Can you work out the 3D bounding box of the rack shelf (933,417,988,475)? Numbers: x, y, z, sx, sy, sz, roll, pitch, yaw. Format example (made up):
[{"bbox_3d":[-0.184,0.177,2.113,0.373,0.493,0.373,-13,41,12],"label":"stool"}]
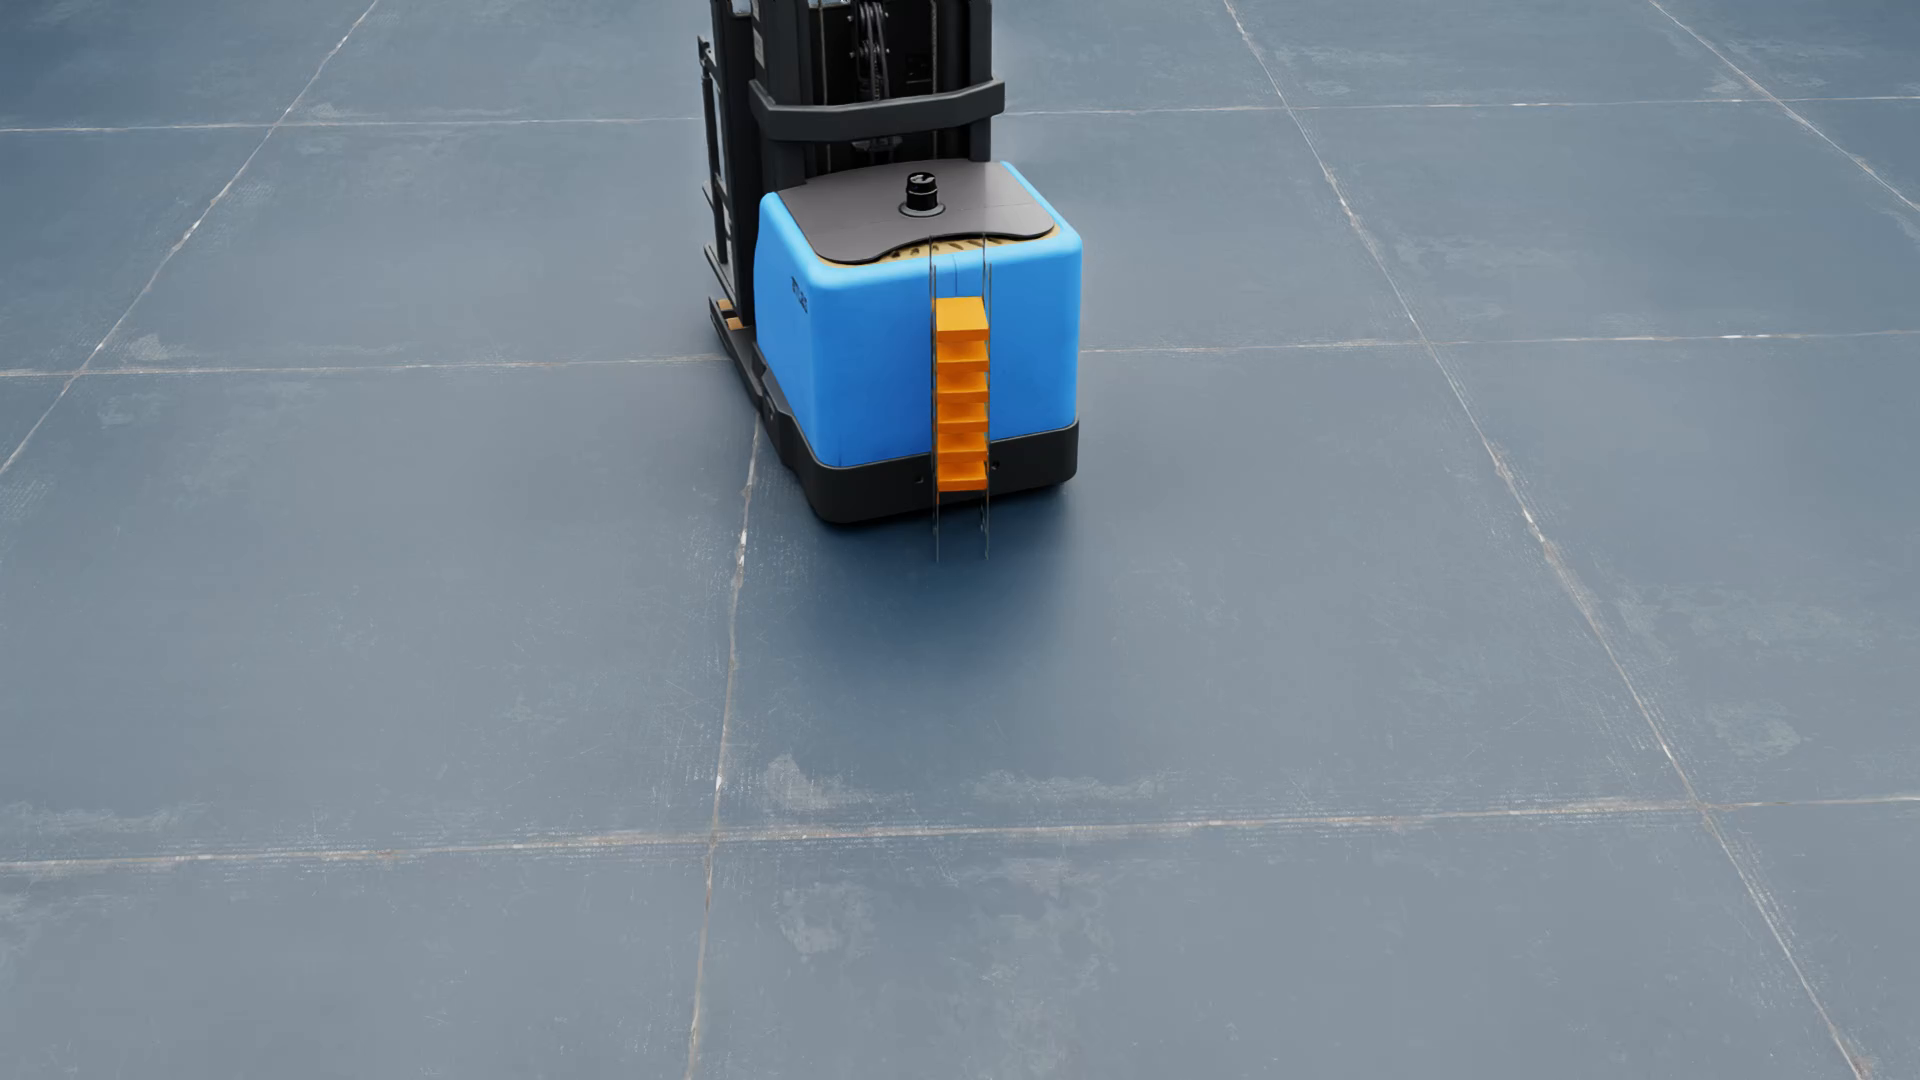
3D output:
[{"bbox_3d":[-0.001,-0.343,5.981,0.180,0.103,0.258,-3,35,-4],"label":"rack shelf"}]

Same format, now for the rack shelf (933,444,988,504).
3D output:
[{"bbox_3d":[-0.001,-0.245,6.049,0.180,0.103,0.258,-3,35,-4],"label":"rack shelf"}]

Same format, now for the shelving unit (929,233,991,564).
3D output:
[{"bbox_3d":[-0.001,-0.479,5.887,0.189,1.200,0.258,-3,35,-4],"label":"shelving unit"}]

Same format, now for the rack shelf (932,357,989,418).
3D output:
[{"bbox_3d":[-0.001,-0.541,5.844,0.180,0.103,0.258,-3,35,-4],"label":"rack shelf"}]

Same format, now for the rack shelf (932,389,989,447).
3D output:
[{"bbox_3d":[-0.001,-0.442,5.912,0.180,0.103,0.258,-3,35,-4],"label":"rack shelf"}]

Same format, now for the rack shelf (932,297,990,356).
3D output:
[{"bbox_3d":[-0.001,-0.738,5.707,0.180,0.103,0.258,-3,35,-4],"label":"rack shelf"}]

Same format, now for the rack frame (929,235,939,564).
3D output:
[{"bbox_3d":[-0.092,-0.474,5.881,0.006,1.200,0.240,-3,35,-4],"label":"rack frame"}]

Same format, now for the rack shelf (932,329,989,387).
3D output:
[{"bbox_3d":[-0.001,-0.639,5.776,0.180,0.103,0.258,-3,35,-4],"label":"rack shelf"}]

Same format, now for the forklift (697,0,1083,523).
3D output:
[{"bbox_3d":[-0.502,-2.103,6.713,1.130,2.935,3.031,-11,36,-16],"label":"forklift"}]

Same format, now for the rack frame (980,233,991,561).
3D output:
[{"bbox_3d":[0.090,-0.483,5.893,0.006,1.200,0.240,-3,35,-4],"label":"rack frame"}]
